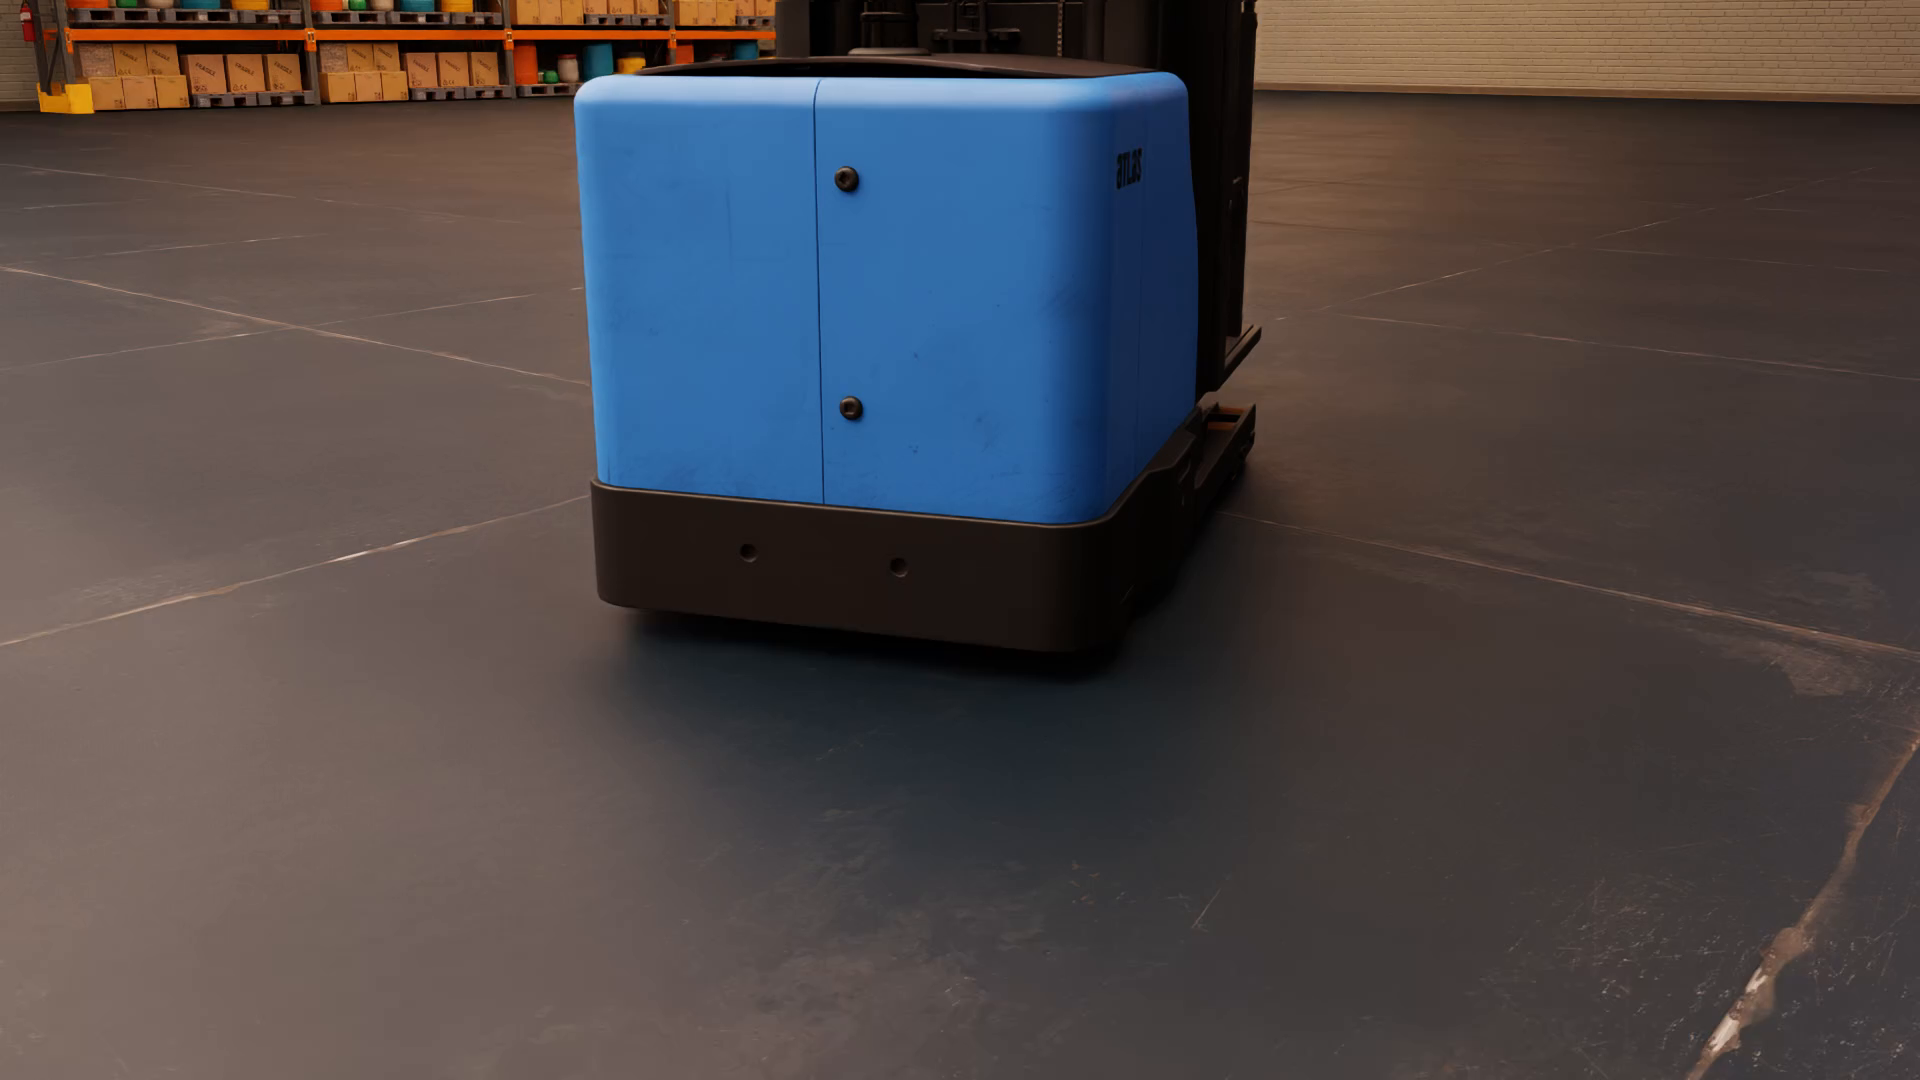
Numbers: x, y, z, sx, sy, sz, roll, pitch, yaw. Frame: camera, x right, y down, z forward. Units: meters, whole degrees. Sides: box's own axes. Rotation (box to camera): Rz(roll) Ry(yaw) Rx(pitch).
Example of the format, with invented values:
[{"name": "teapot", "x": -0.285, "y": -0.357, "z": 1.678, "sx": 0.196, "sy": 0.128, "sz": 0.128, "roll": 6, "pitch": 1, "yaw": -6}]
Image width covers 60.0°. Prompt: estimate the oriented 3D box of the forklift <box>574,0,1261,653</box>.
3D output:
[{"name": "forklift", "x": 0.197, "y": -1.585, "z": 4.118, "sx": 1.130, "sy": 2.935, "sz": 3.031, "roll": 5, "pitch": 18, "yaw": 17}]
